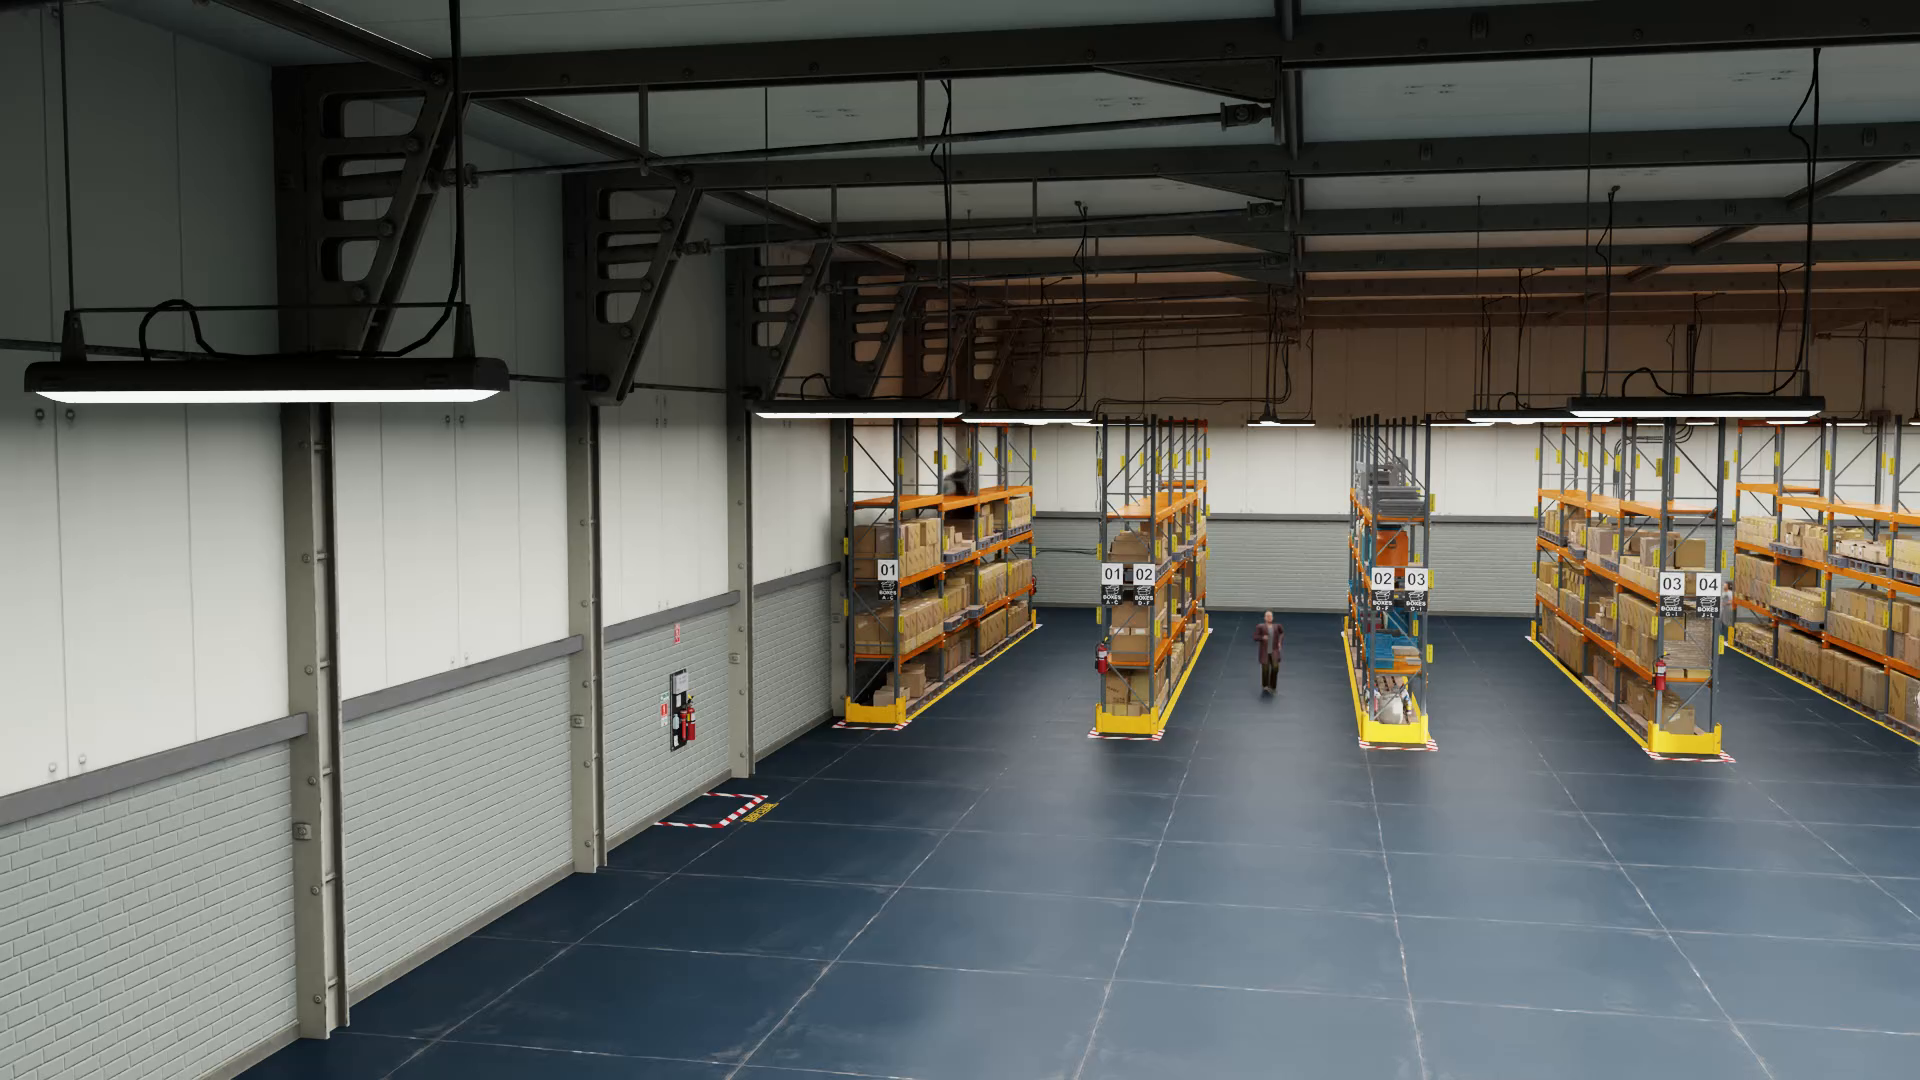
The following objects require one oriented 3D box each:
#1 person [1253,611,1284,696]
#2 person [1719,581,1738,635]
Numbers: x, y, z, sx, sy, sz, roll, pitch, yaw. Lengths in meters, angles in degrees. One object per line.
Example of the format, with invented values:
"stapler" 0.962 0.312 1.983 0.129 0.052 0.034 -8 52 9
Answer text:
"person" 6.671 2.455 35.865 0.688 1.834 0.785 0 4 4
"person" 20.925 2.050 45.267 0.804 1.431 0.691 0 4 4
